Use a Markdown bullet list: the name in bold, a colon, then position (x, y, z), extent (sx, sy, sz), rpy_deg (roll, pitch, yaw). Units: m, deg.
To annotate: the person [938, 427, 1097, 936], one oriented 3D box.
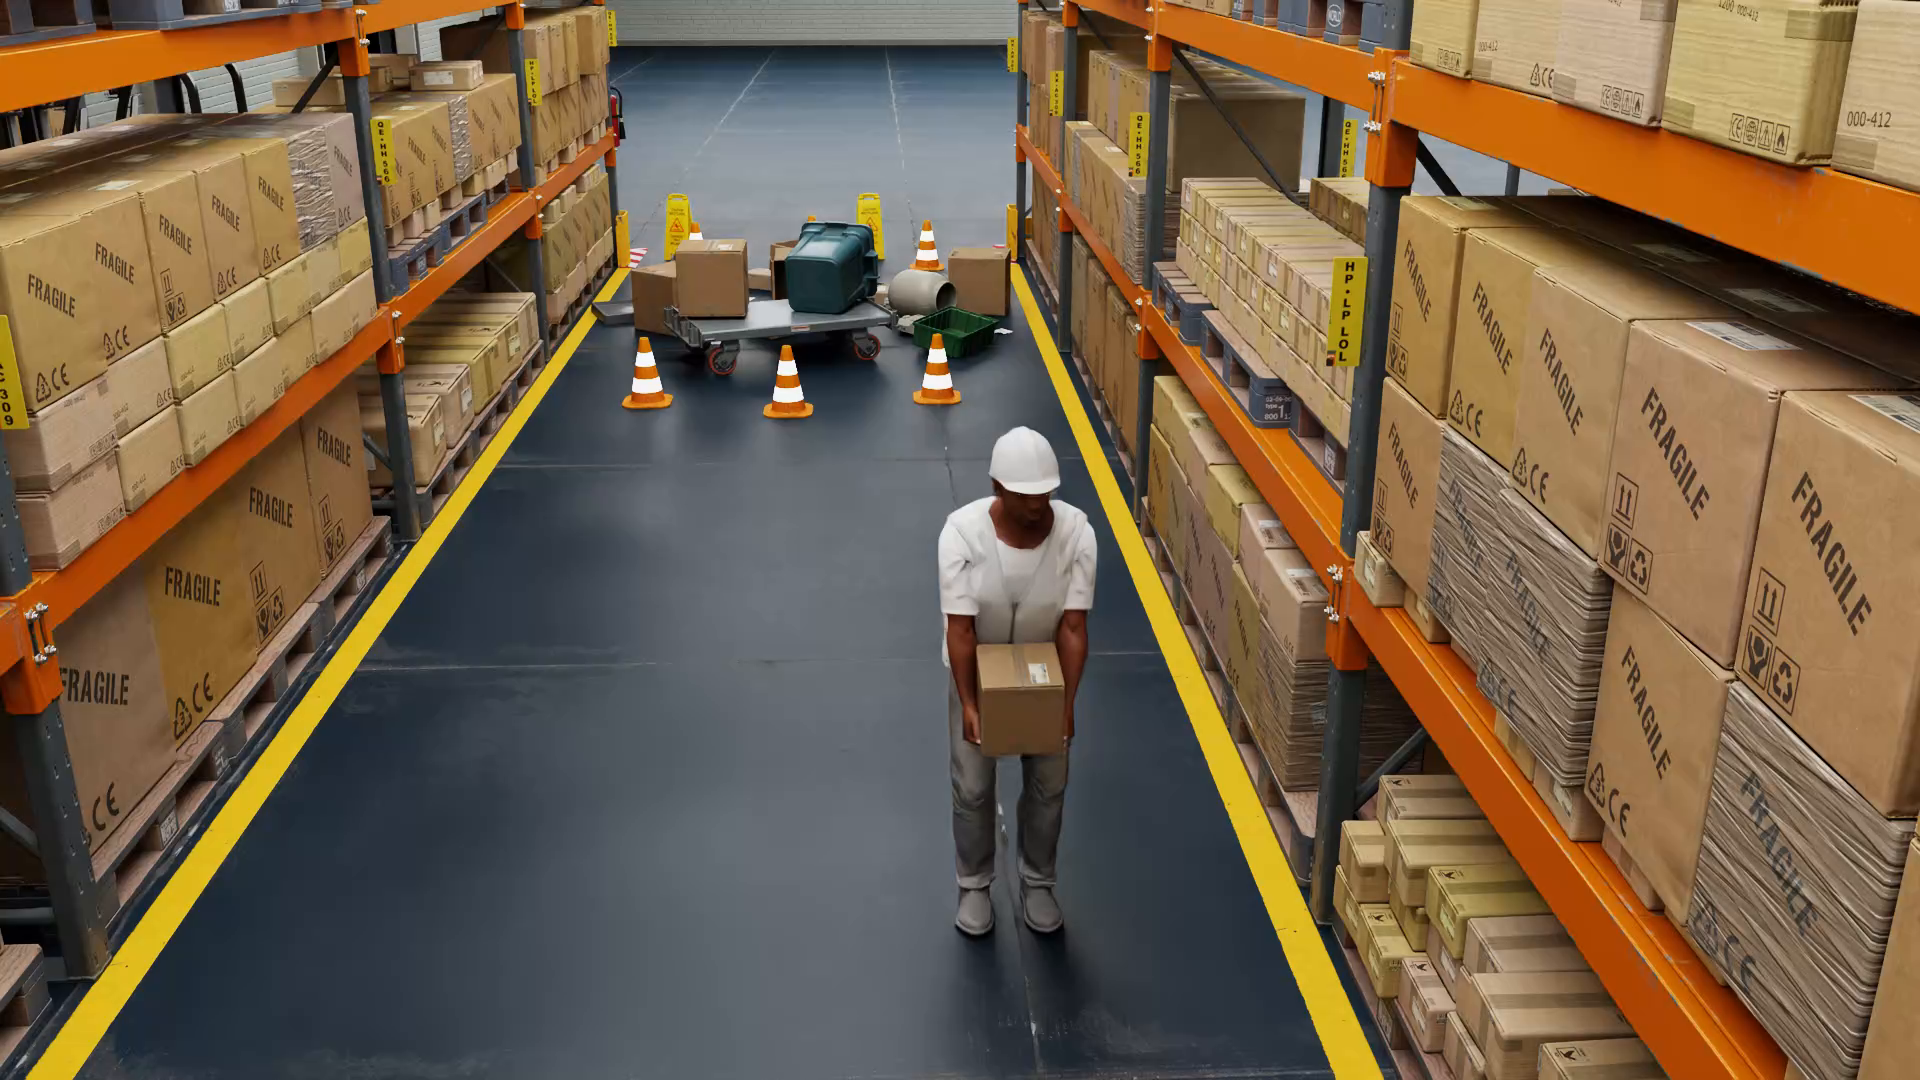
- **person**: position (0.183, 0.463, 5.333), extent (0.501, 1.734, 0.594), rpy_deg (-1, 20, -4)
